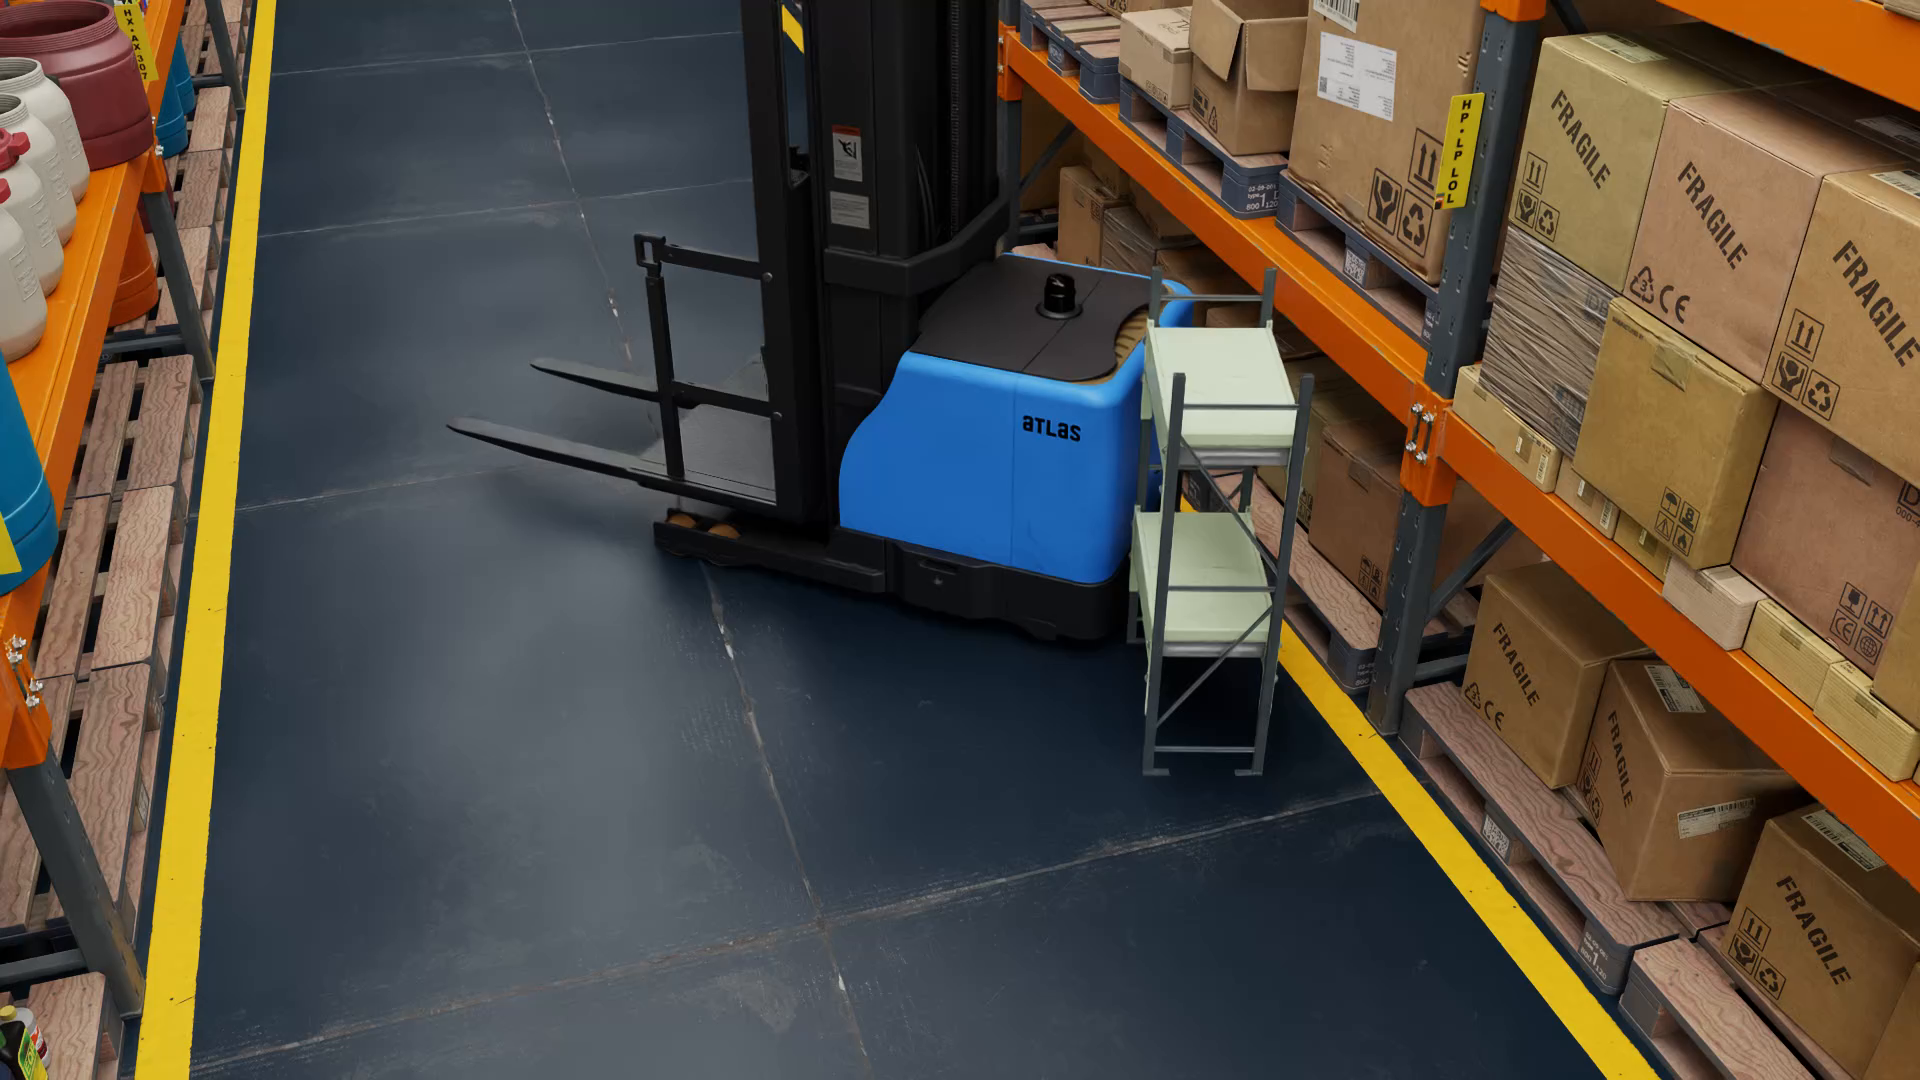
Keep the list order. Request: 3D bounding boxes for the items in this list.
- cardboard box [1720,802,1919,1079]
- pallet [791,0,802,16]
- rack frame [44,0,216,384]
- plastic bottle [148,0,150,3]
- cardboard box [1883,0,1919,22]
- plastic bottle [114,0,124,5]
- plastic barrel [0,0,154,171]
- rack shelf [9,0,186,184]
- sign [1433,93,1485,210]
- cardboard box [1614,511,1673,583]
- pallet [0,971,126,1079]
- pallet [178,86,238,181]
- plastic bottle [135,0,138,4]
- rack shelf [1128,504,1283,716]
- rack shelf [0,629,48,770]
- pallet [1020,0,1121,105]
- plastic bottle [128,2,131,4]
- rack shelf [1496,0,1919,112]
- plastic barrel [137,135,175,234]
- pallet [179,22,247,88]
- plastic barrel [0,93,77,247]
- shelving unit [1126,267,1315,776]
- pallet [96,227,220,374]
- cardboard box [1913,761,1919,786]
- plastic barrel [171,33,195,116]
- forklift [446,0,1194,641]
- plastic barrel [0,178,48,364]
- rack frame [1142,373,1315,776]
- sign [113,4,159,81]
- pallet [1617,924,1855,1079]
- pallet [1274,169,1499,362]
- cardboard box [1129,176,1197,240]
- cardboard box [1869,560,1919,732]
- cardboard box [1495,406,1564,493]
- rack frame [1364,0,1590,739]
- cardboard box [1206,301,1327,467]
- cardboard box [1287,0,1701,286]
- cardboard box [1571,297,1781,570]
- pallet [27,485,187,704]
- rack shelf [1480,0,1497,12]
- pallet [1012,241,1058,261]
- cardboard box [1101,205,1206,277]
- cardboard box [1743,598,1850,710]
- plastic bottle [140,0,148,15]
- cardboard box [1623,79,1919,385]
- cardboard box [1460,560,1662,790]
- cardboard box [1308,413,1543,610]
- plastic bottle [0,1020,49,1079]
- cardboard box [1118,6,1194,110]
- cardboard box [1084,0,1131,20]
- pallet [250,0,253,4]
[{"bbox_3d":[2.437,1.012,4.384,0.500,0.500,0.500,-13,36,-19],"label":"cardboard box"},{"bbox_3d":[-0.690,-4.134,12.815,1.003,0.211,1.213,-10,35,-15],"label":"pallet"},{"bbox_3d":[-4.030,-1.952,6.983,1.000,3.000,0.127,-10,35,-15],"label":"rack frame"},{"bbox_3d":[-4.277,-2.910,8.545,0.152,0.276,0.135,-10,35,-15],"label":"plastic bottle"},{"bbox_3d":[2.108,-1.055,3.041,0.500,0.250,0.500,-11,35,-17],"label":"cardboard box"},{"bbox_3d":[-3.995,-2.425,7.811,0.152,0.276,0.135,-10,35,-15],"label":"plastic bottle"},{"bbox_3d":[-3.600,-1.816,6.654,0.600,0.536,0.708,-10,35,-15],"label":"plastic barrel"},{"bbox_3d":[-4.640,-2.702,8.771,1.077,0.370,4.000,-10,35,-15],"label":"rack shelf"},{"bbox_3d":[1.380,-1.073,4.602,0.100,0.325,0.005,-10,35,-15],"label":"sign"},{"bbox_3d":[1.938,-0.027,4.298,0.380,0.149,0.250,-10,35,-15],"label":"cardboard box"},{"bbox_3d":[-2.644,1.671,4.029,1.003,0.211,1.213,-10,35,-15],"label":"pallet"},{"bbox_3d":[-5.054,-2.477,10.306,1.003,0.211,1.213,-10,35,-15],"label":"pallet"},{"bbox_3d":[-4.115,-2.679,8.201,0.097,0.271,0.097,0,33,0],"label":"plastic bottle"},{"bbox_3d":[0.814,0.225,5.641,0.431,0.370,0.720,0,33,1],"label":"rack shelf"},{"bbox_3d":[-2.199,1.498,2.414,1.077,0.370,4.000,-10,35,-15],"label":"rack shelf"},{"bbox_3d":[1.006,-2.349,7.757,1.213,0.211,1.003,-10,35,-15],"label":"pallet"},{"bbox_3d":[-4.045,-2.529,8.037,0.097,0.201,0.097,0,33,0],"label":"plastic bottle"},{"bbox_3d":[2.517,-0.586,2.848,1.077,0.370,4.000,-10,35,-15],"label":"rack shelf"},{"bbox_3d":[-4.540,-1.968,8.814,0.600,0.588,0.708,-10,35,-15],"label":"plastic barrel"},{"bbox_3d":[-5.511,-3.268,11.504,1.003,0.211,1.213,-10,35,-15],"label":"pallet"},{"bbox_3d":[-3.384,-1.273,5.855,0.421,0.512,0.421,0,33,0],"label":"plastic barrel"},{"bbox_3d":[0.814,-0.047,5.461,0.431,1.500,0.755,0,33,1],"label":"shelving unit"},{"bbox_3d":[-4.310,-1.195,8.368,1.003,0.211,1.213,-10,35,-15],"label":"pallet"},{"bbox_3d":[2.276,0.492,3.512,0.380,0.149,0.250,-10,35,-15],"label":"cardboard box"},{"bbox_3d":[-5.100,-3.063,10.187,0.600,0.901,0.708,-10,35,-15],"label":"plastic barrel"},{"bbox_3d":[-0.670,-1.371,6.167,3.031,2.935,1.130,13,36,19],"label":"forklift"},{"bbox_3d":[-3.116,-0.833,5.166,0.433,0.535,0.433,0,33,0],"label":"plastic barrel"},{"bbox_3d":[0.810,0.155,5.156,0.400,1.500,0.023,0,33,1],"label":"rack frame"},{"bbox_3d":[-3.508,-2.116,7.084,0.100,0.325,0.005,-10,35,-15],"label":"sign"},{"bbox_3d":[2.522,1.467,4.338,1.003,0.211,1.213,-10,35,-15],"label":"pallet"},{"bbox_3d":[1.813,-1.030,5.763,1.003,0.211,1.213,-10,35,-15],"label":"pallet"},{"bbox_3d":[1.092,-1.615,7.661,0.500,0.250,0.500,-6,34,-9],"label":"cardboard box"},{"bbox_3d":[2.466,0.180,3.397,0.875,0.500,0.500,-10,35,-15],"label":"cardboard box"},{"bbox_3d":[1.750,-0.283,4.685,0.380,0.149,0.250,-10,35,-15],"label":"cardboard box"},{"bbox_3d":[1.907,-0.685,5.065,1.000,3.000,0.127,-10,35,-15],"label":"rack frame"},{"bbox_3d":[1.442,-0.699,6.955,0.700,0.500,0.500,-13,36,-19],"label":"cardboard box"},{"bbox_3d":[1.798,-1.551,5.451,1.000,1.000,1.000,-10,35,-14],"label":"cardboard box"},{"bbox_3d":[2.105,-0.335,4.176,0.875,0.500,0.500,-10,35,-15],"label":"cardboard box"},{"bbox_3d":[-3.462,0.264,6.159,1.003,0.211,1.213,-10,35,-15],"label":"pallet"},{"bbox_3d":[1.297,-2.686,6.026,1.077,0.370,4.000,-10,35,-15],"label":"rack shelf"},{"bbox_3d":[0.924,-1.211,8.391,1.003,0.211,1.213,-10,35,-15],"label":"pallet"},{"bbox_3d":[1.092,-1.288,7.847,0.700,0.500,0.500,-13,36,-19],"label":"cardboard box"},{"bbox_3d":[2.091,0.236,3.900,0.380,0.149,0.250,-10,35,-15],"label":"cardboard box"},{"bbox_3d":[-4.163,-2.799,8.371,0.061,0.283,0.133,-10,35,-15],"label":"plastic bottle"},{"bbox_3d":[1.956,-0.726,3.861,0.500,0.500,0.500,-10,35,-15],"label":"cardboard box"},{"bbox_3d":[1.991,0.400,5.311,0.500,0.500,0.500,-11,35,-16],"label":"cardboard box"},{"bbox_3d":[1.741,-0.151,6.127,0.700,0.500,0.500,-13,36,-18],"label":"cardboard box"},{"bbox_3d":[-2.349,1.295,4.134,0.061,0.283,0.133,-8,34,-12],"label":"plastic bottle"},{"bbox_3d":[0.979,-1.979,6.779,0.500,0.250,0.500,-11,35,-16],"label":"cardboard box"},{"bbox_3d":[0.890,-2.725,7.681,0.500,0.500,0.500,-14,36,-21],"label":"cardboard box"},{"bbox_3d":[-6.255,-4.549,13.443,1.003,0.211,1.213,-10,35,-15],"label":"pallet"}]
